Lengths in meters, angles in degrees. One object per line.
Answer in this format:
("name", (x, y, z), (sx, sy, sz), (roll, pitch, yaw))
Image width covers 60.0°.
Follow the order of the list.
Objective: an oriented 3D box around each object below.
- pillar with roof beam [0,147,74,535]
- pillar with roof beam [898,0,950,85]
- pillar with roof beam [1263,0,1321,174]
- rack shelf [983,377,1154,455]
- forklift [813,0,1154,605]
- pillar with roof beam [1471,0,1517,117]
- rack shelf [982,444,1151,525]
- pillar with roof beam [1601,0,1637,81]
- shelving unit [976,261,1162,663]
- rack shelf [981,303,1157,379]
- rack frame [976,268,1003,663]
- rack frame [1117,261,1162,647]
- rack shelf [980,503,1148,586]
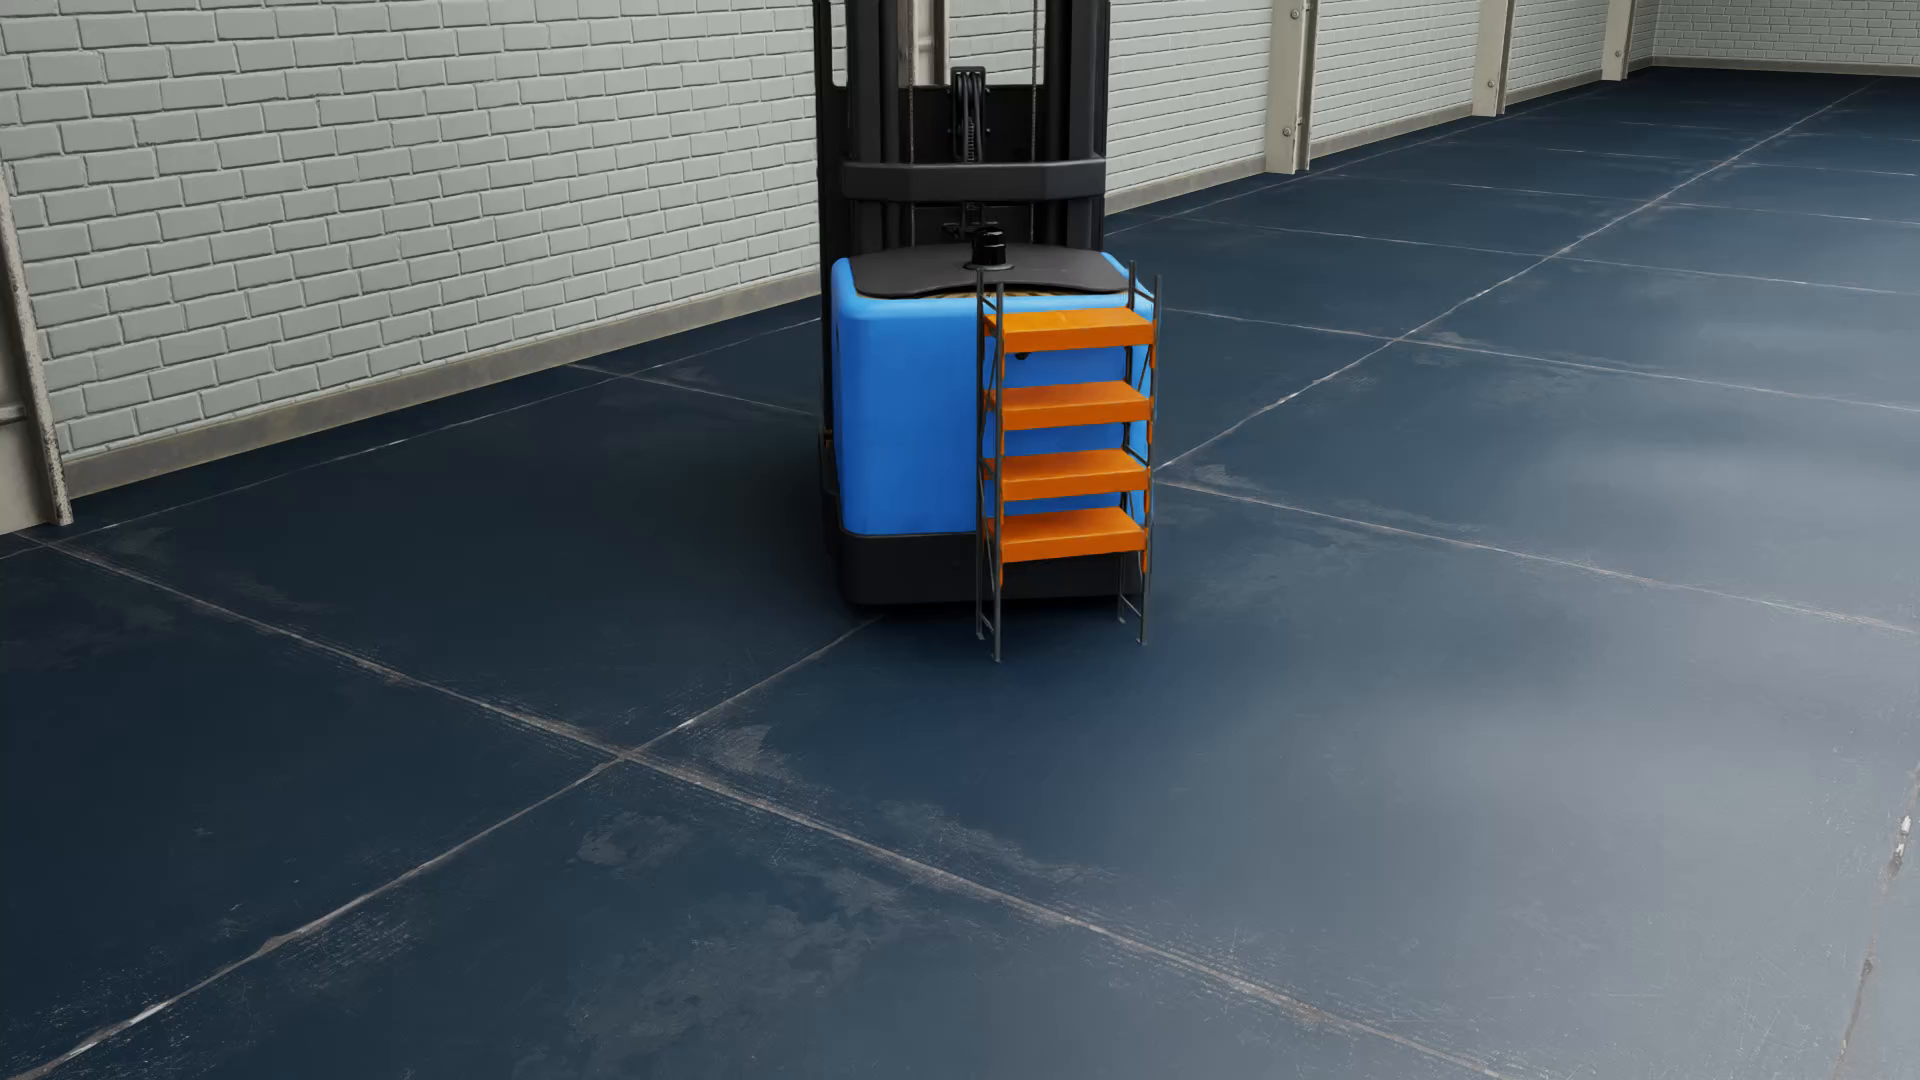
("pillar with roof beam", (-0.114, -3.424, 2.551), (9.100, 9.000, 0.400), (13, 24, 32))
("pillar with roof beam", (3.258, -5.146, 7.205), (9.100, 9.000, 0.400), (13, 24, 32))
("pillar with roof beam", (6.631, -6.867, 11.859), (9.100, 9.000, 0.400), (13, 24, 32))
("rack shelf", (0.324, -0.386, 5.127), (0.480, 0.148, 0.258), (-5, 21, -14))
("forklift", (-0.019, -1.631, 6.449), (1.130, 2.935, 3.031), (-2, 20, -6))
("pillar with roof beam", (10.004, -8.589, 16.513), (9.100, 9.000, 0.400), (13, 24, 32))
("rack shelf", (0.324, -0.176, 5.204), (0.480, 0.148, 0.258), (-5, 21, -14))
("pillar with roof beam", (13.377, -10.310, 21.167), (9.100, 9.000, 0.400), (13, 24, 32))
("shelving unit", (0.324, -0.239, 5.181), (0.503, 1.200, 0.258), (-5, 21, -14))
("rack shelf", (0.324, -0.607, 5.045), (0.480, 0.148, 0.258), (-5, 21, -14))
("rack frame", (0.088, -0.218, 5.124), (0.015, 1.200, 0.240), (-5, 21, -14))
("rack frame", (0.561, -0.260, 5.239), (0.015, 1.200, 0.240), (-5, 21, -14))
("rack shelf", (0.324, 0.011, 5.273), (0.480, 0.148, 0.258), (-5, 21, -14))
